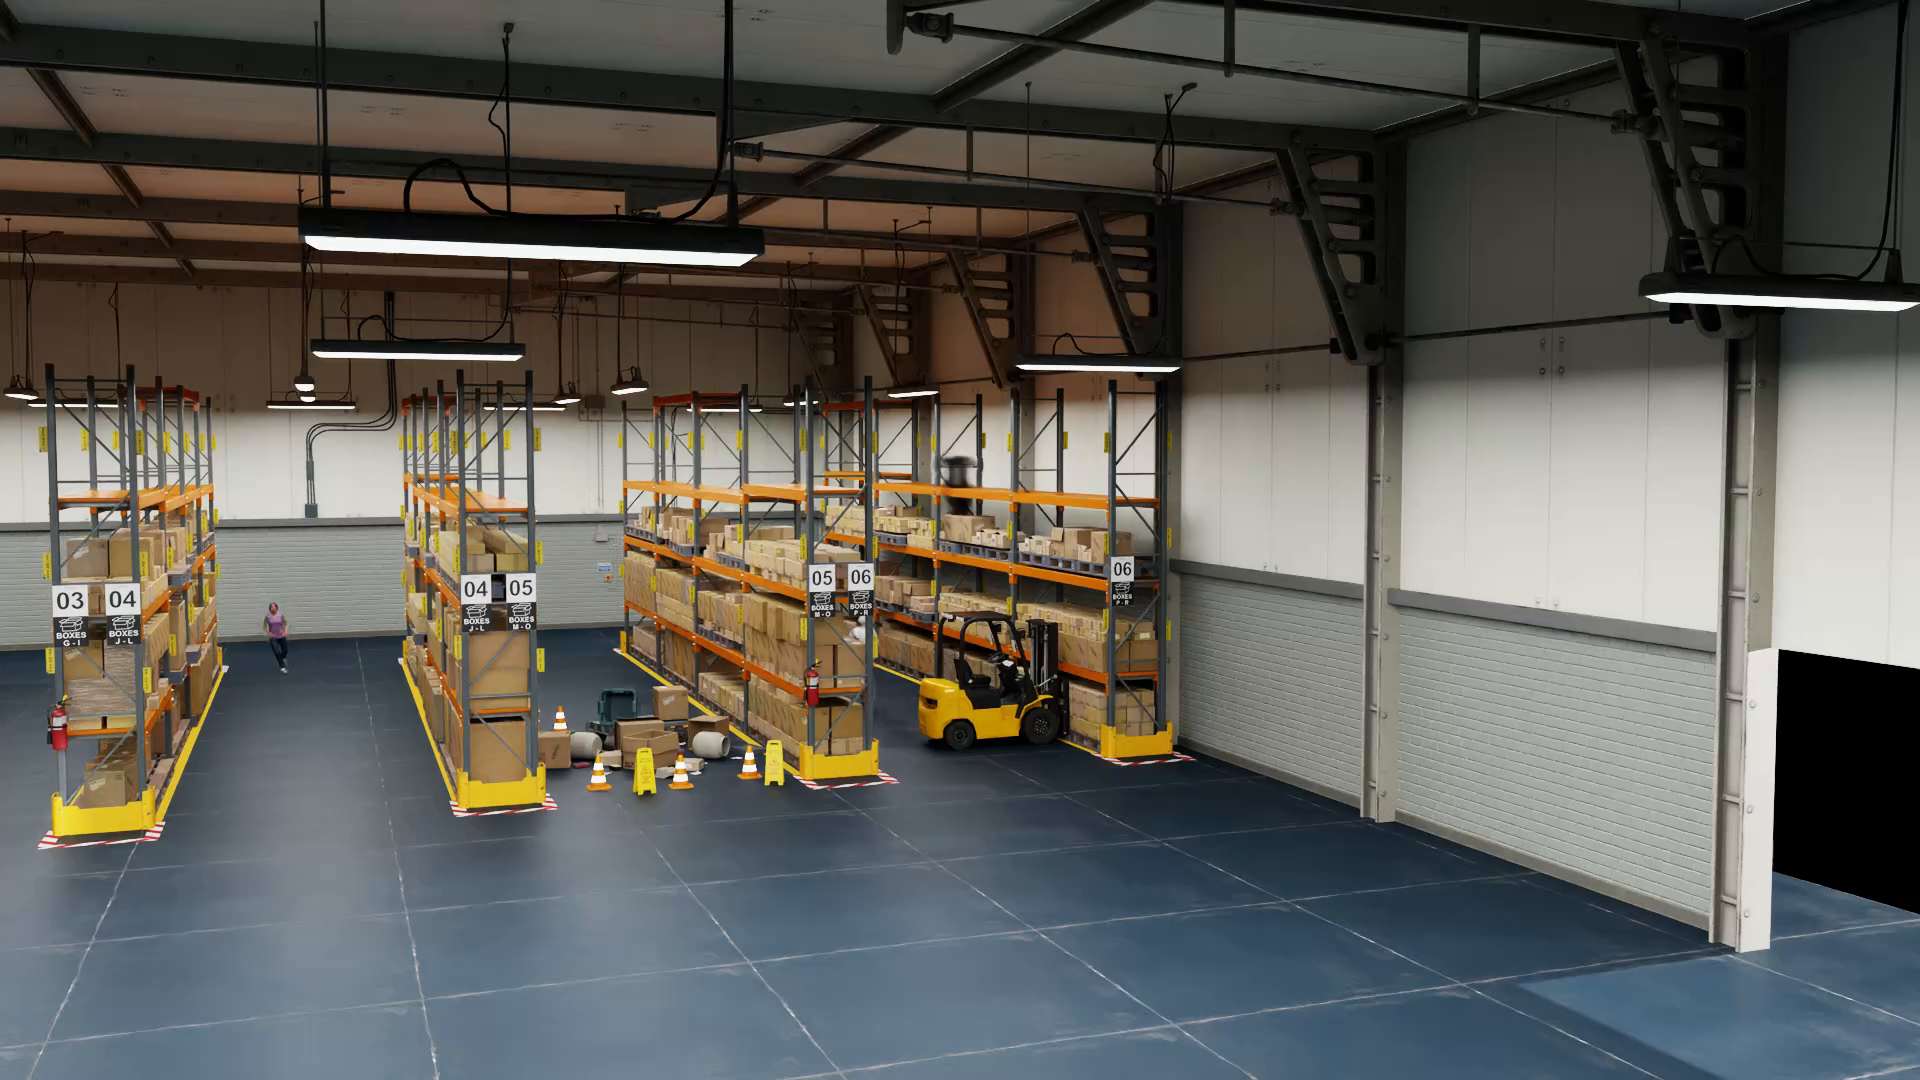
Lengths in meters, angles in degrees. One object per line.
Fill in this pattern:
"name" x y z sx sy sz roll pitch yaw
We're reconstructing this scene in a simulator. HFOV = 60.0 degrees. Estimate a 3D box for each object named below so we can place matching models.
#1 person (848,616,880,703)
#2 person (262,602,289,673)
"person" -1.862 2.284 31.726 0.666 1.777 0.719 0 3 -8
"person" -14.902 2.122 36.227 0.545 1.540 0.545 -1 4 -23
